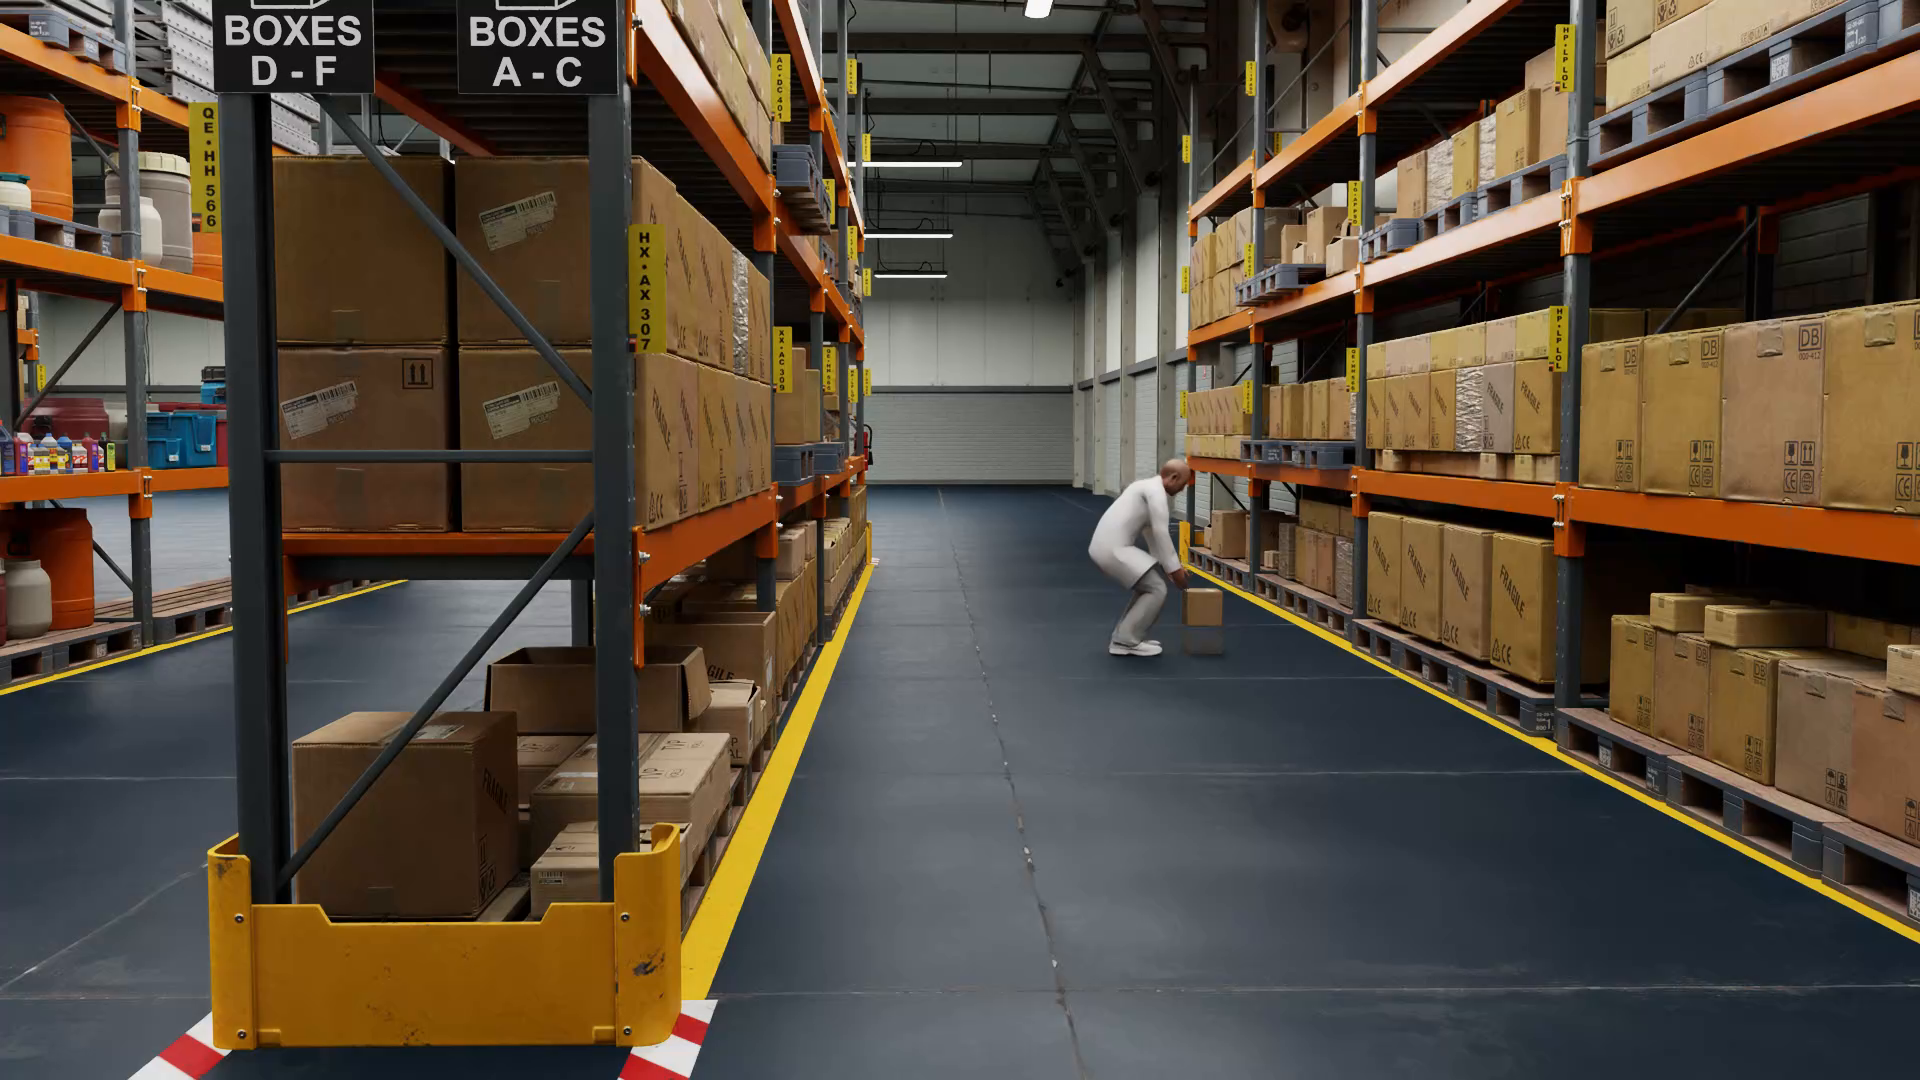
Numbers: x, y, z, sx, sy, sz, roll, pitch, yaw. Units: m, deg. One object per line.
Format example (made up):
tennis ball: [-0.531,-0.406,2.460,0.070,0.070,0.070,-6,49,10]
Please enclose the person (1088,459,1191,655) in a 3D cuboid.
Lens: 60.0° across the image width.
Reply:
person: [1.287,0.115,11.942,0.734,1.395,0.632,0,4,-1]
